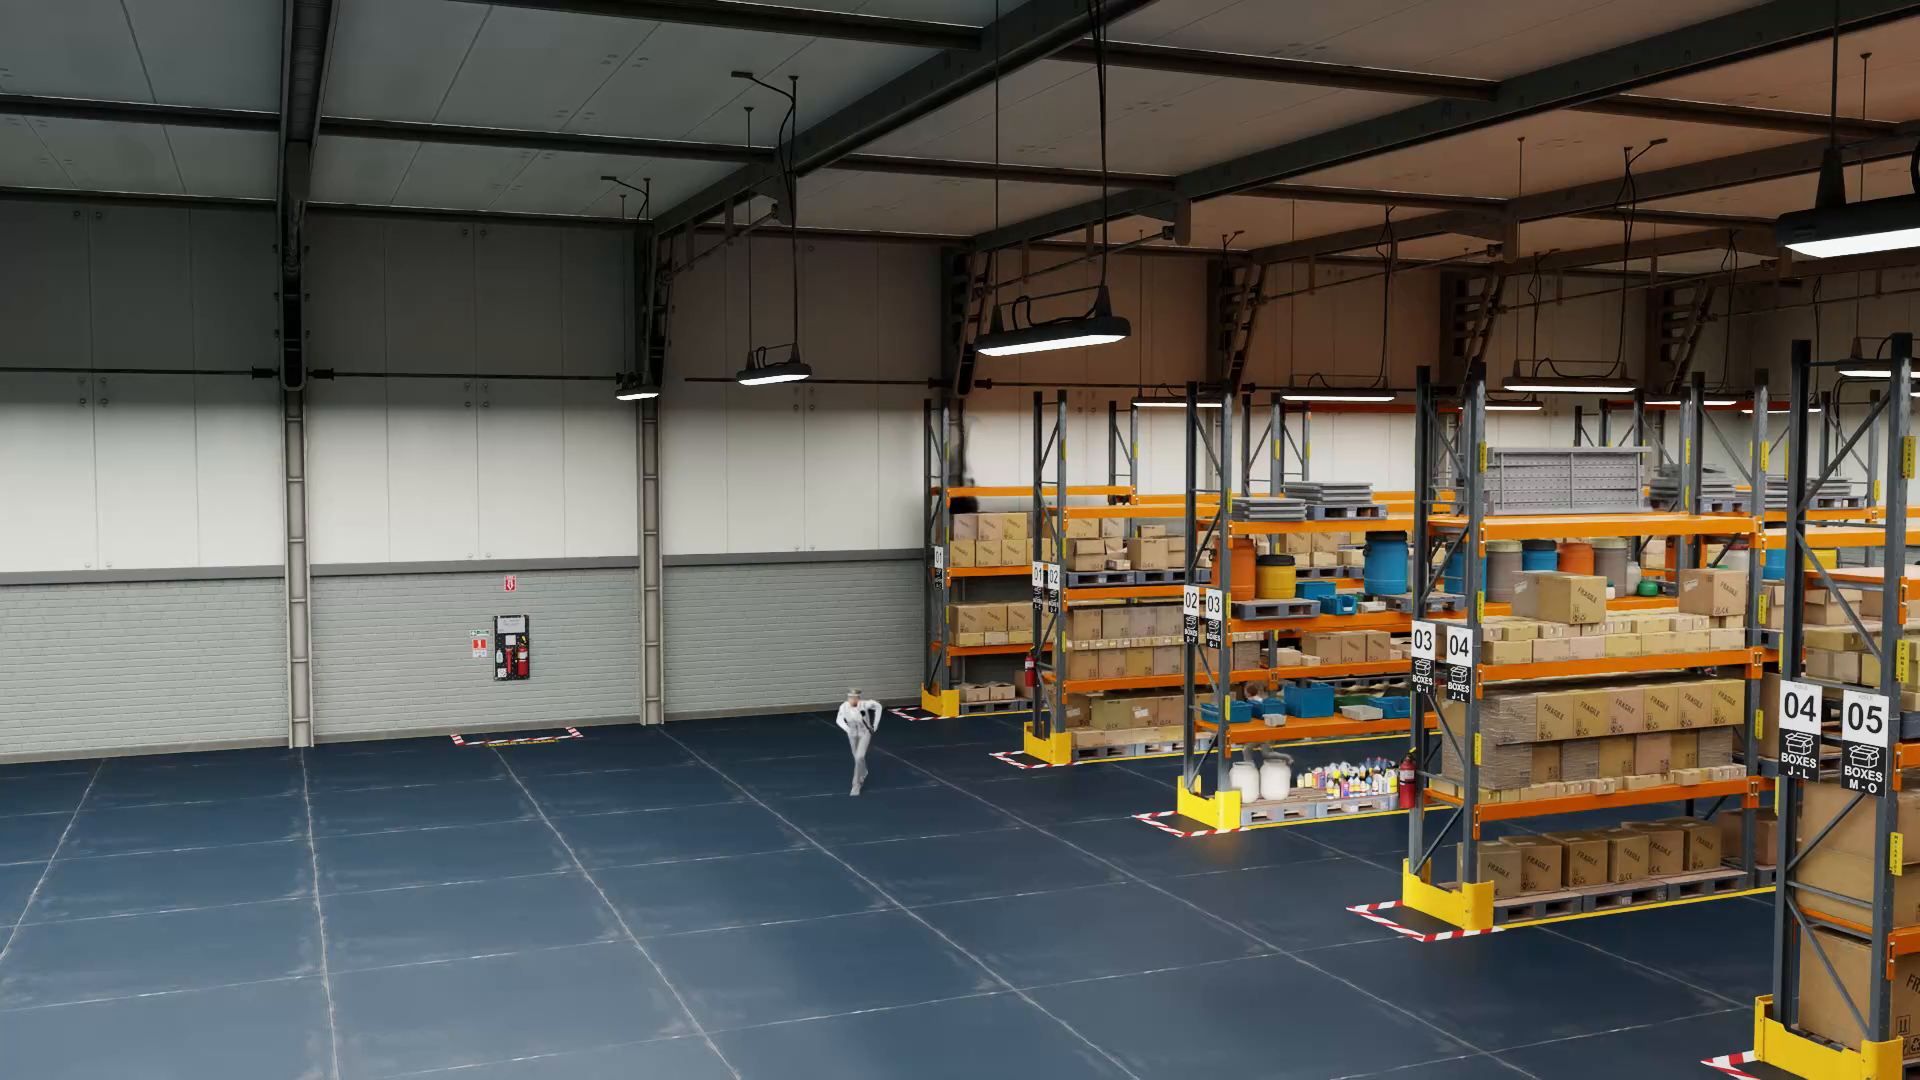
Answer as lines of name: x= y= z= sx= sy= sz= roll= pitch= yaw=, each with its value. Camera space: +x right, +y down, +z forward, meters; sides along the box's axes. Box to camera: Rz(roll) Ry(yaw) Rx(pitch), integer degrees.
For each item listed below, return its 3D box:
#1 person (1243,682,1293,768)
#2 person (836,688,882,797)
person: x=4.560 y=2.919 z=24.997 sx=0.971 sy=1.586 sz=0.537 roll=-1 pitch=4 yaw=-19
person: x=-1.475 y=2.950 z=24.647 sx=0.656 sy=1.624 sz=0.958 roll=0 pitch=3 yaw=8
